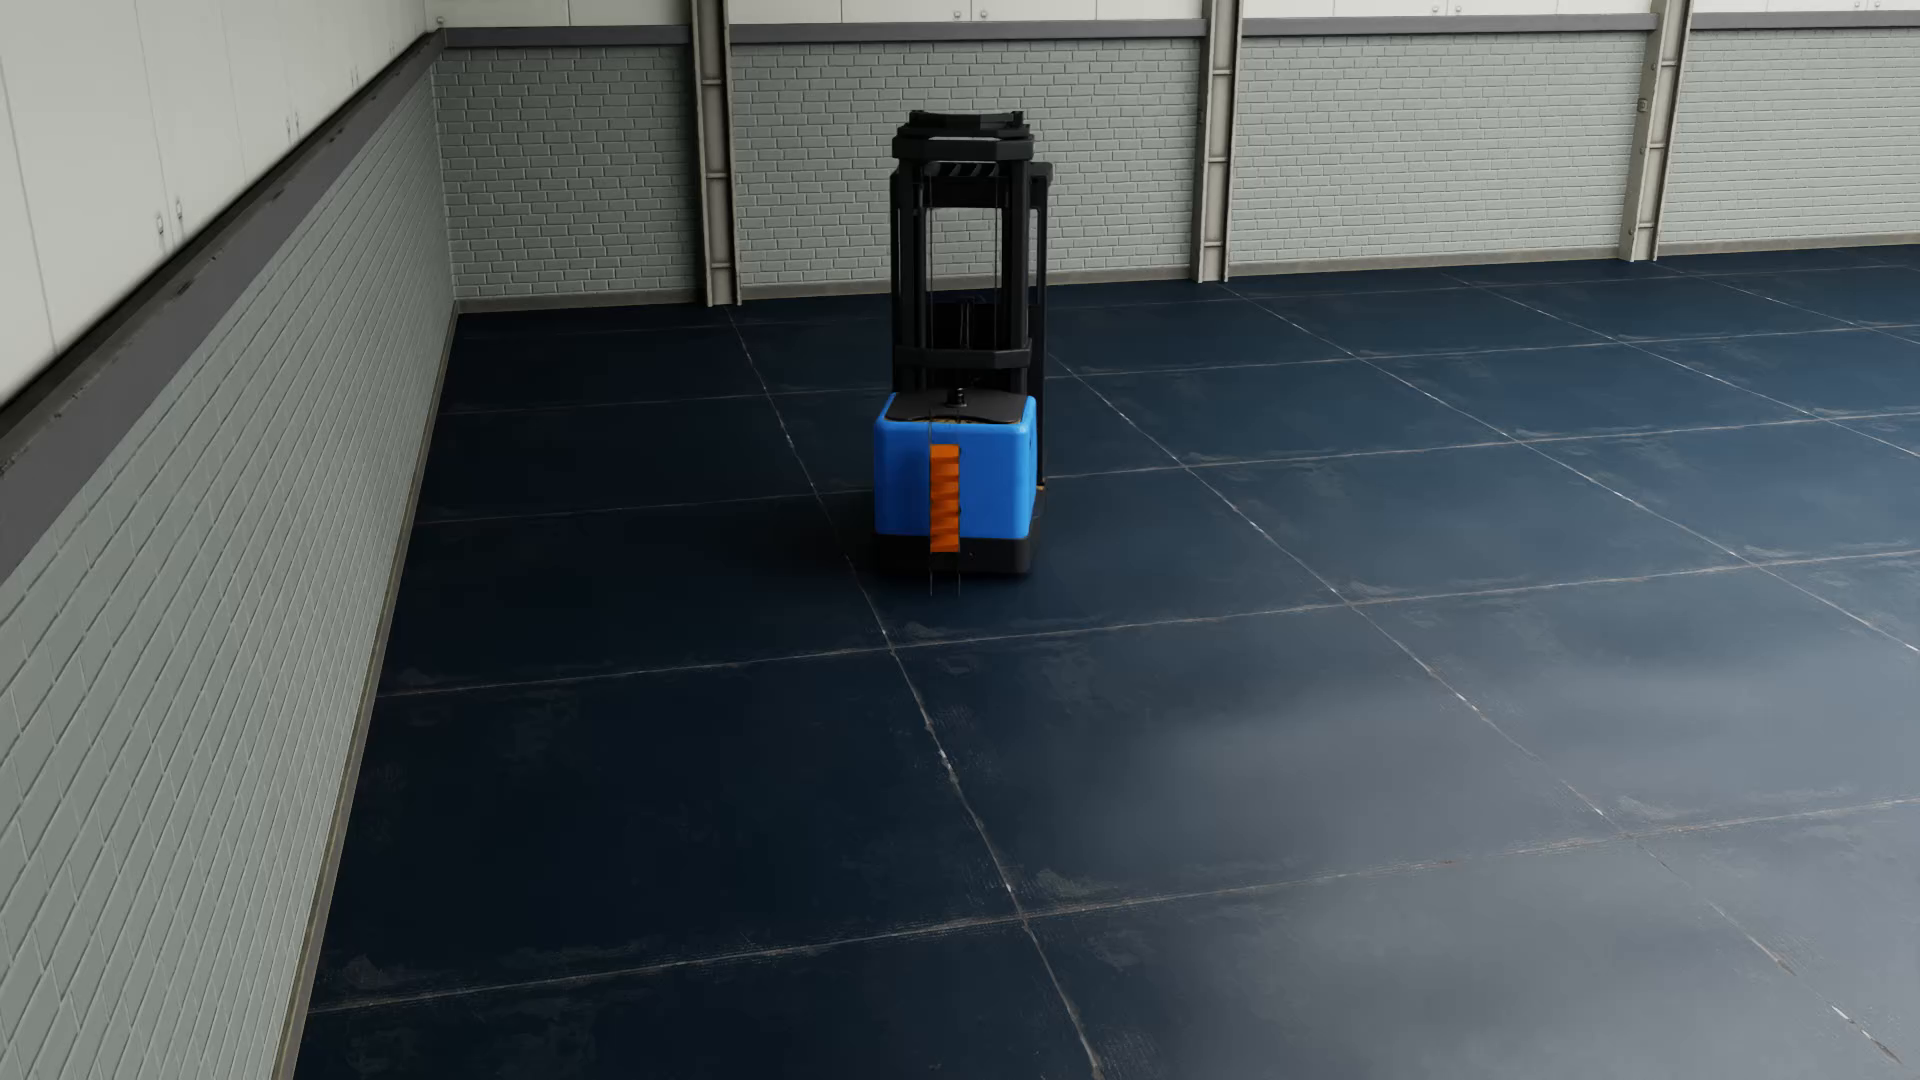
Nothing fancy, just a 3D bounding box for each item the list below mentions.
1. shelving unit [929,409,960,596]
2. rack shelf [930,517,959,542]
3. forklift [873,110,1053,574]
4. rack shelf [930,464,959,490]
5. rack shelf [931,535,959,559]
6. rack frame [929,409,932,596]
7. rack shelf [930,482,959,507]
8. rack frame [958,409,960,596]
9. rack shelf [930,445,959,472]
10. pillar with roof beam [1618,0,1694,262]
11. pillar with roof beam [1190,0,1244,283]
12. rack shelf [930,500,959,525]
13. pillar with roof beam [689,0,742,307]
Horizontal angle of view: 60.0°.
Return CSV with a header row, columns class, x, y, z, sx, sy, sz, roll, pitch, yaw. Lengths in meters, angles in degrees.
class,x,y,z,sx,sy,sz,roll,pitch,yaw
shelving unit,-0.098,-0.233,10.686,0.189,1.200,0.258,0,23,0
rack shelf,-0.098,-0.081,10.750,0.180,0.103,0.258,0,23,0
forklift,0.087,-1.618,11.971,1.130,2.935,3.031,2,20,6
rack shelf,-0.098,-0.413,10.610,0.180,0.103,0.258,0,23,0
rack shelf,-0.098,0.029,10.797,0.180,0.103,0.258,0,23,0
rack frame,-0.190,-0.233,10.687,0.006,1.200,0.240,0,23,0
rack shelf,-0.098,-0.302,10.657,0.180,0.103,0.258,0,23,0
rack frame,-0.007,-0.232,10.686,0.006,1.200,0.240,0,23,0
rack shelf,-0.098,-0.523,10.563,0.180,0.103,0.258,0,23,0
pillar with roof beam,9.914,-6.491,16.452,0.400,9.000,9.100,-5,21,-12
pillar with roof beam,4.075,-6.016,15.155,0.400,9.000,9.100,-5,21,-12
rack shelf,-0.098,-0.192,10.704,0.180,0.103,0.258,0,23,0
pillar with roof beam,-1.764,-5.541,13.859,0.400,9.000,9.100,-5,21,-12
